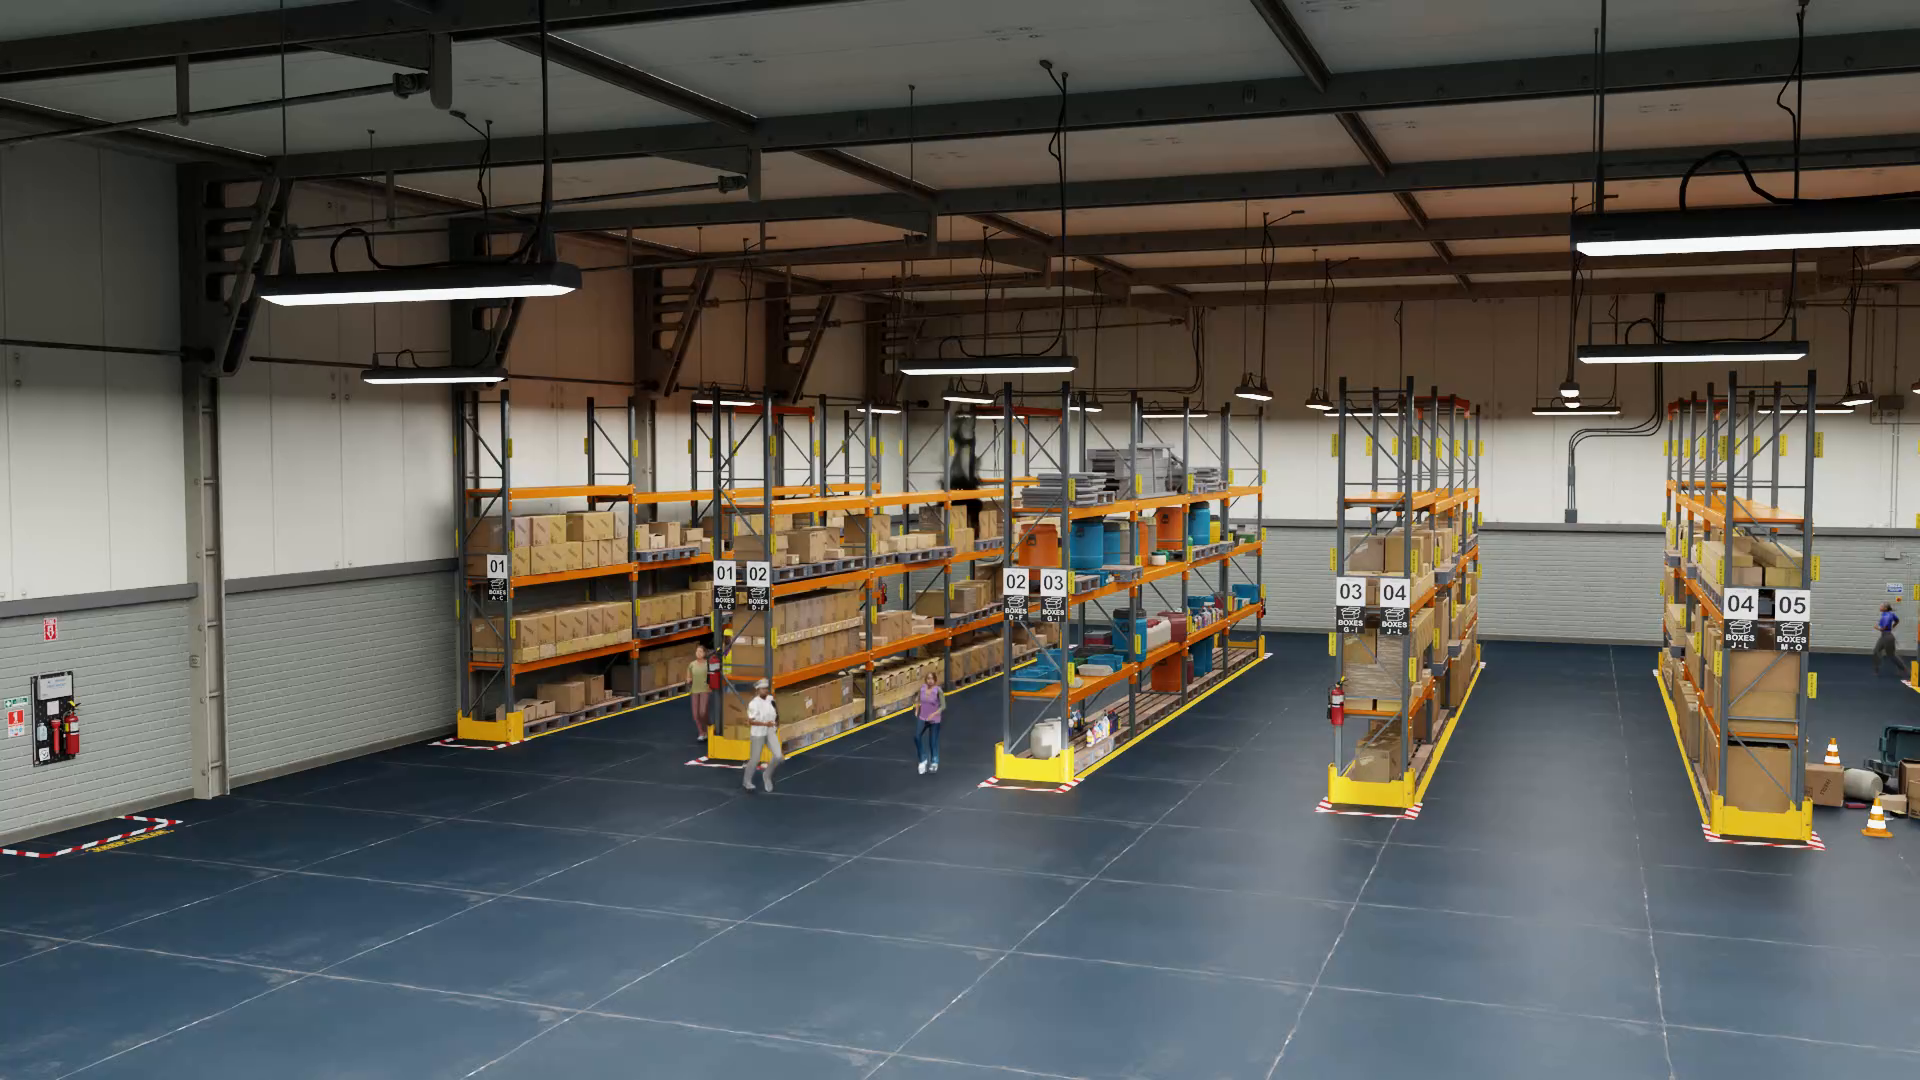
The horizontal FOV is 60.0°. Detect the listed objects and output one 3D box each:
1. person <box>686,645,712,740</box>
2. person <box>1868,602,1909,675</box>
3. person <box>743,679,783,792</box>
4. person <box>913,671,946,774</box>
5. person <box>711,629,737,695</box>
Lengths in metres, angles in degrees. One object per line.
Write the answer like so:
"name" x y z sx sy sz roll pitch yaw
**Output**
"person" -4.428 2.617 28.355 0.570 1.619 0.526 1 3 10
"person" 20.324 2.204 36.365 0.762 1.679 0.597 2 4 27
"person" -2.829 2.823 24.116 0.590 1.669 0.834 -2 4 -35
"person" -0.477 2.800 25.604 0.549 1.579 0.613 1 3 19
"person" -4.198 2.471 30.129 0.733 1.720 0.582 1 3 16
